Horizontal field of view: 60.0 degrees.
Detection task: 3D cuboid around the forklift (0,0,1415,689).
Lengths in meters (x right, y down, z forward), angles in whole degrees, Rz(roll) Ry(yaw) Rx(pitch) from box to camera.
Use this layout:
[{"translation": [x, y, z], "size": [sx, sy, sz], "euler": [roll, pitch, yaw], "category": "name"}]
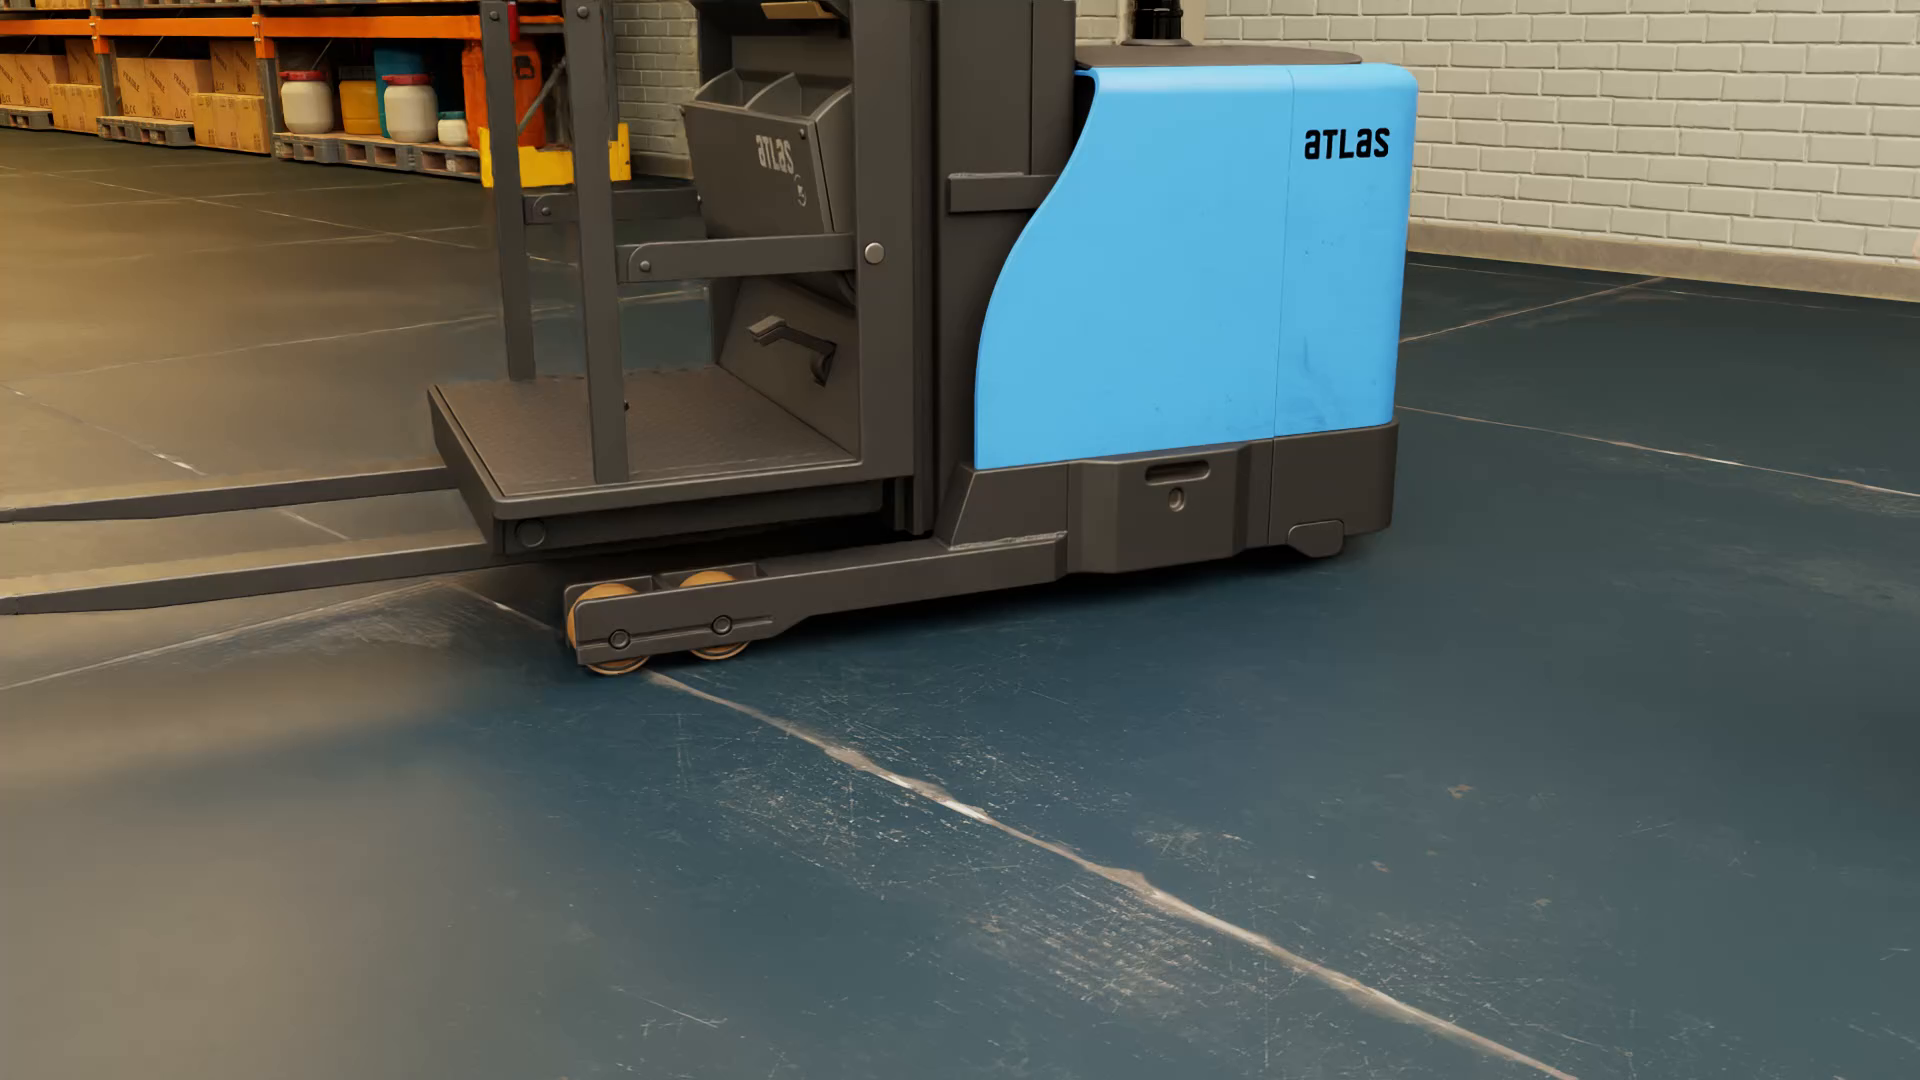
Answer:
[{"translation": [-0.524, -1.308, 3.163], "size": [3.031, 2.935, 1.130], "euler": [-10, 20, -29], "category": "forklift"}]
